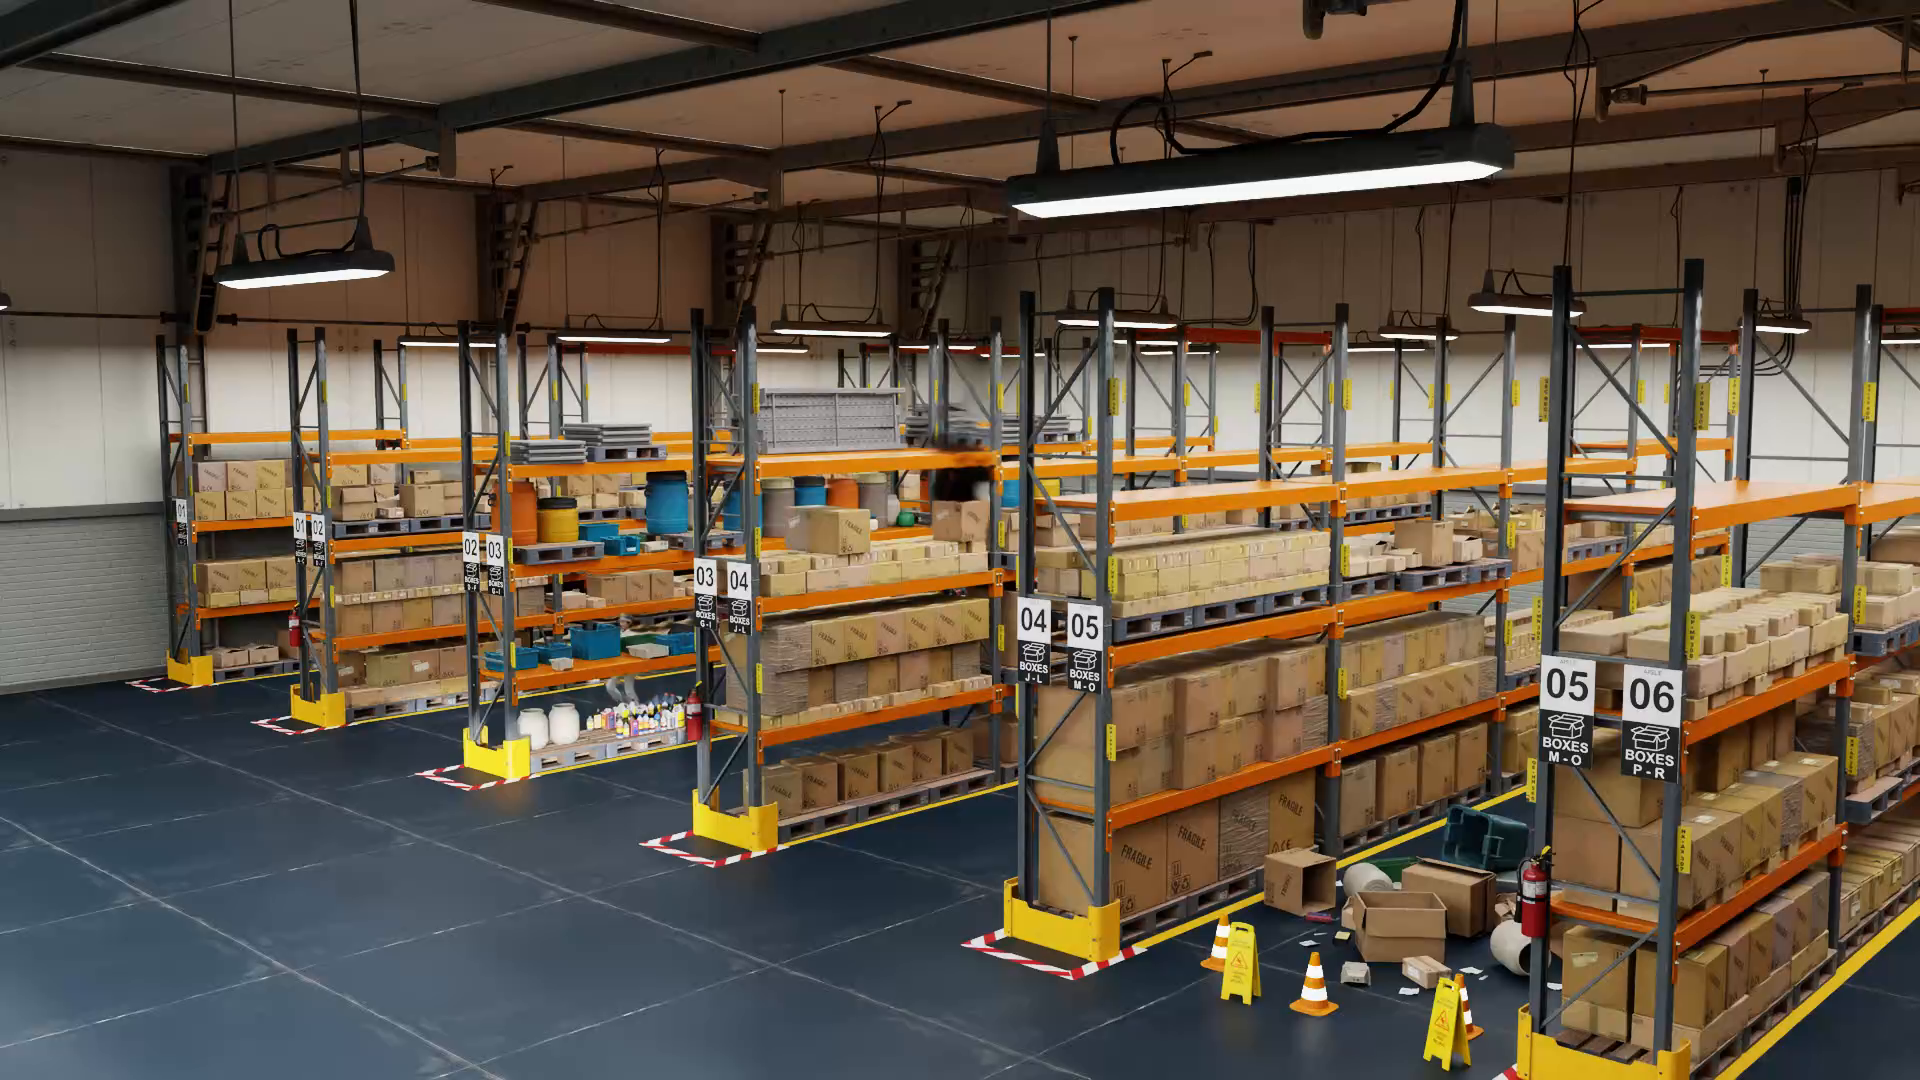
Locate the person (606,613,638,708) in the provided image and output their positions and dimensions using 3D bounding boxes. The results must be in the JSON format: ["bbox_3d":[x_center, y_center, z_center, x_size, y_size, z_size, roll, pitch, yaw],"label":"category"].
[{"bbox_3d":[-5.153,1.934,25.411,0.598,1.669,0.611,3,6,30],"label":"person"}]

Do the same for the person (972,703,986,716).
[{"bbox_3d":[0.389,2.109,24.202,0.500,1.552,0.730,3,6,33],"label":"person"}]
